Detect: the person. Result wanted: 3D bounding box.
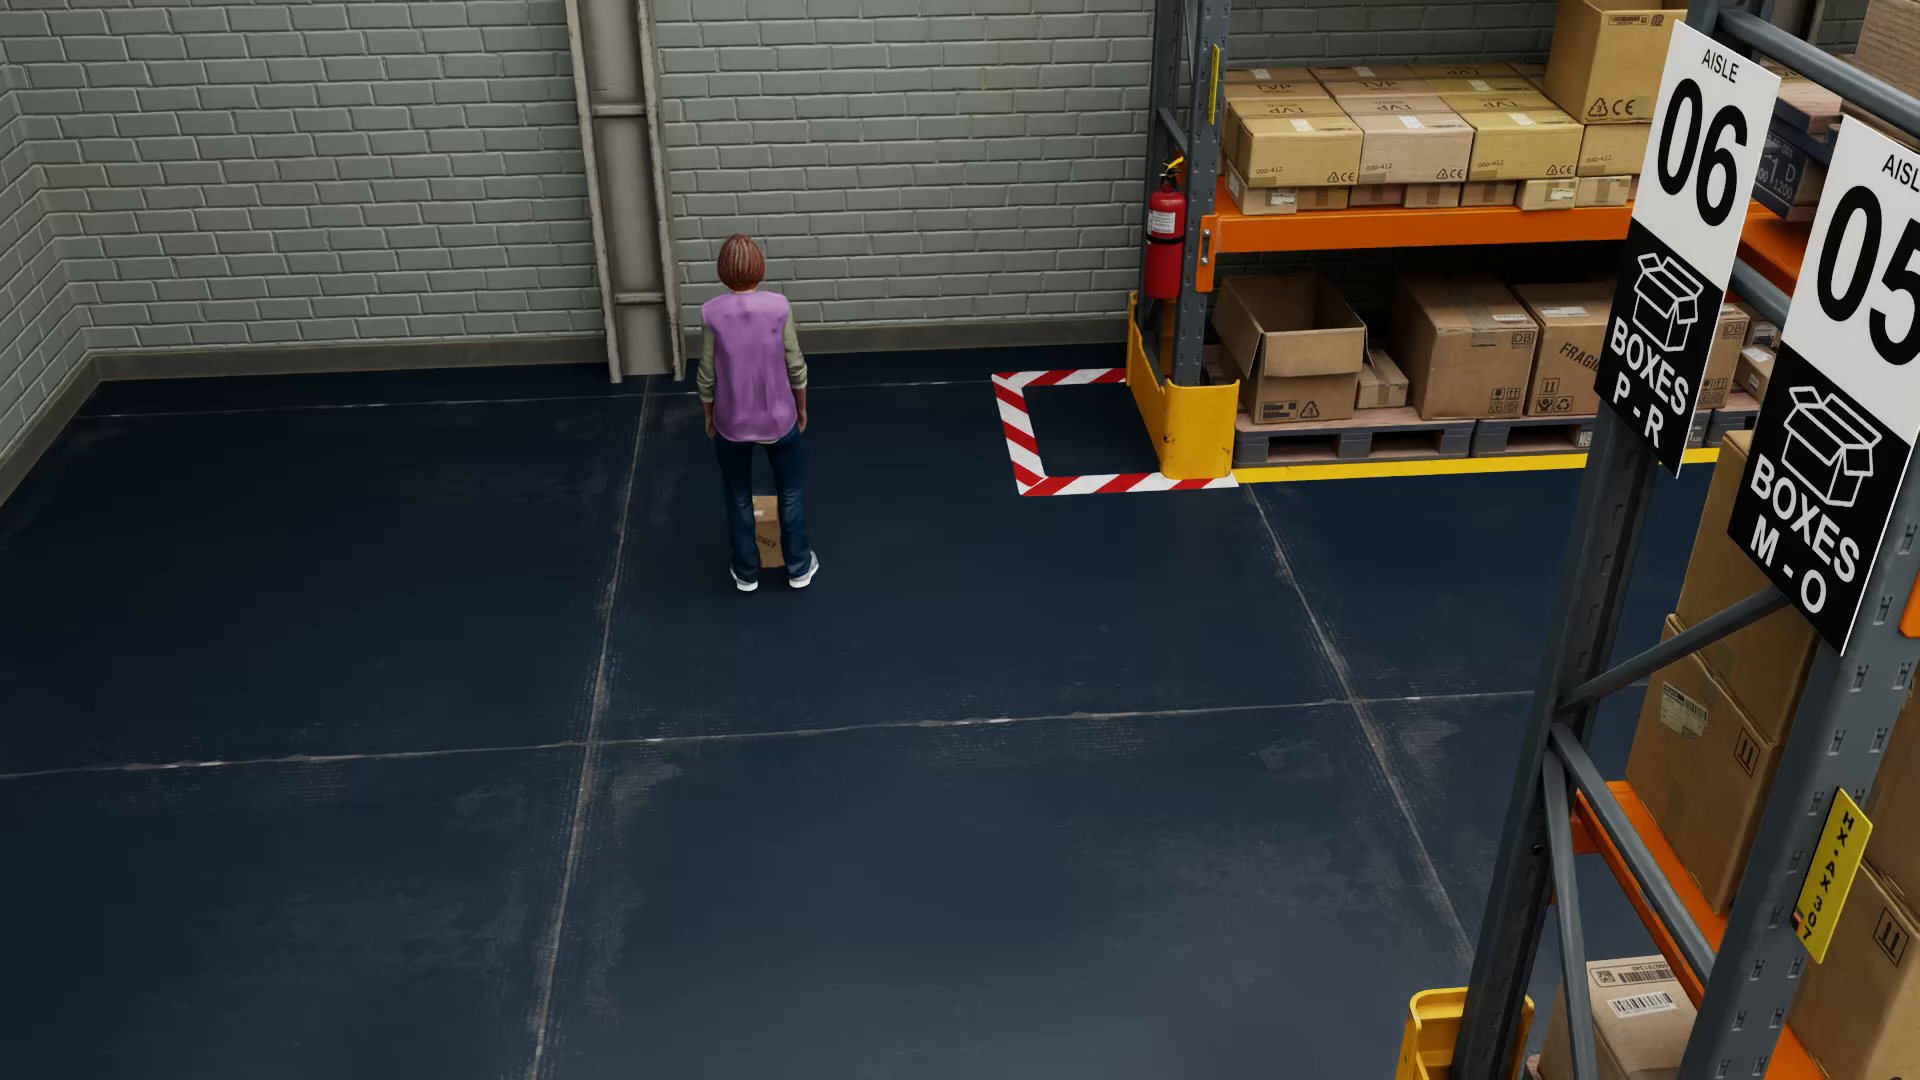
[{"bbox_3d":[-0.853,-0.497,6.953,0.460,1.593,0.342,-4,32,-6],"label":"person"}]
